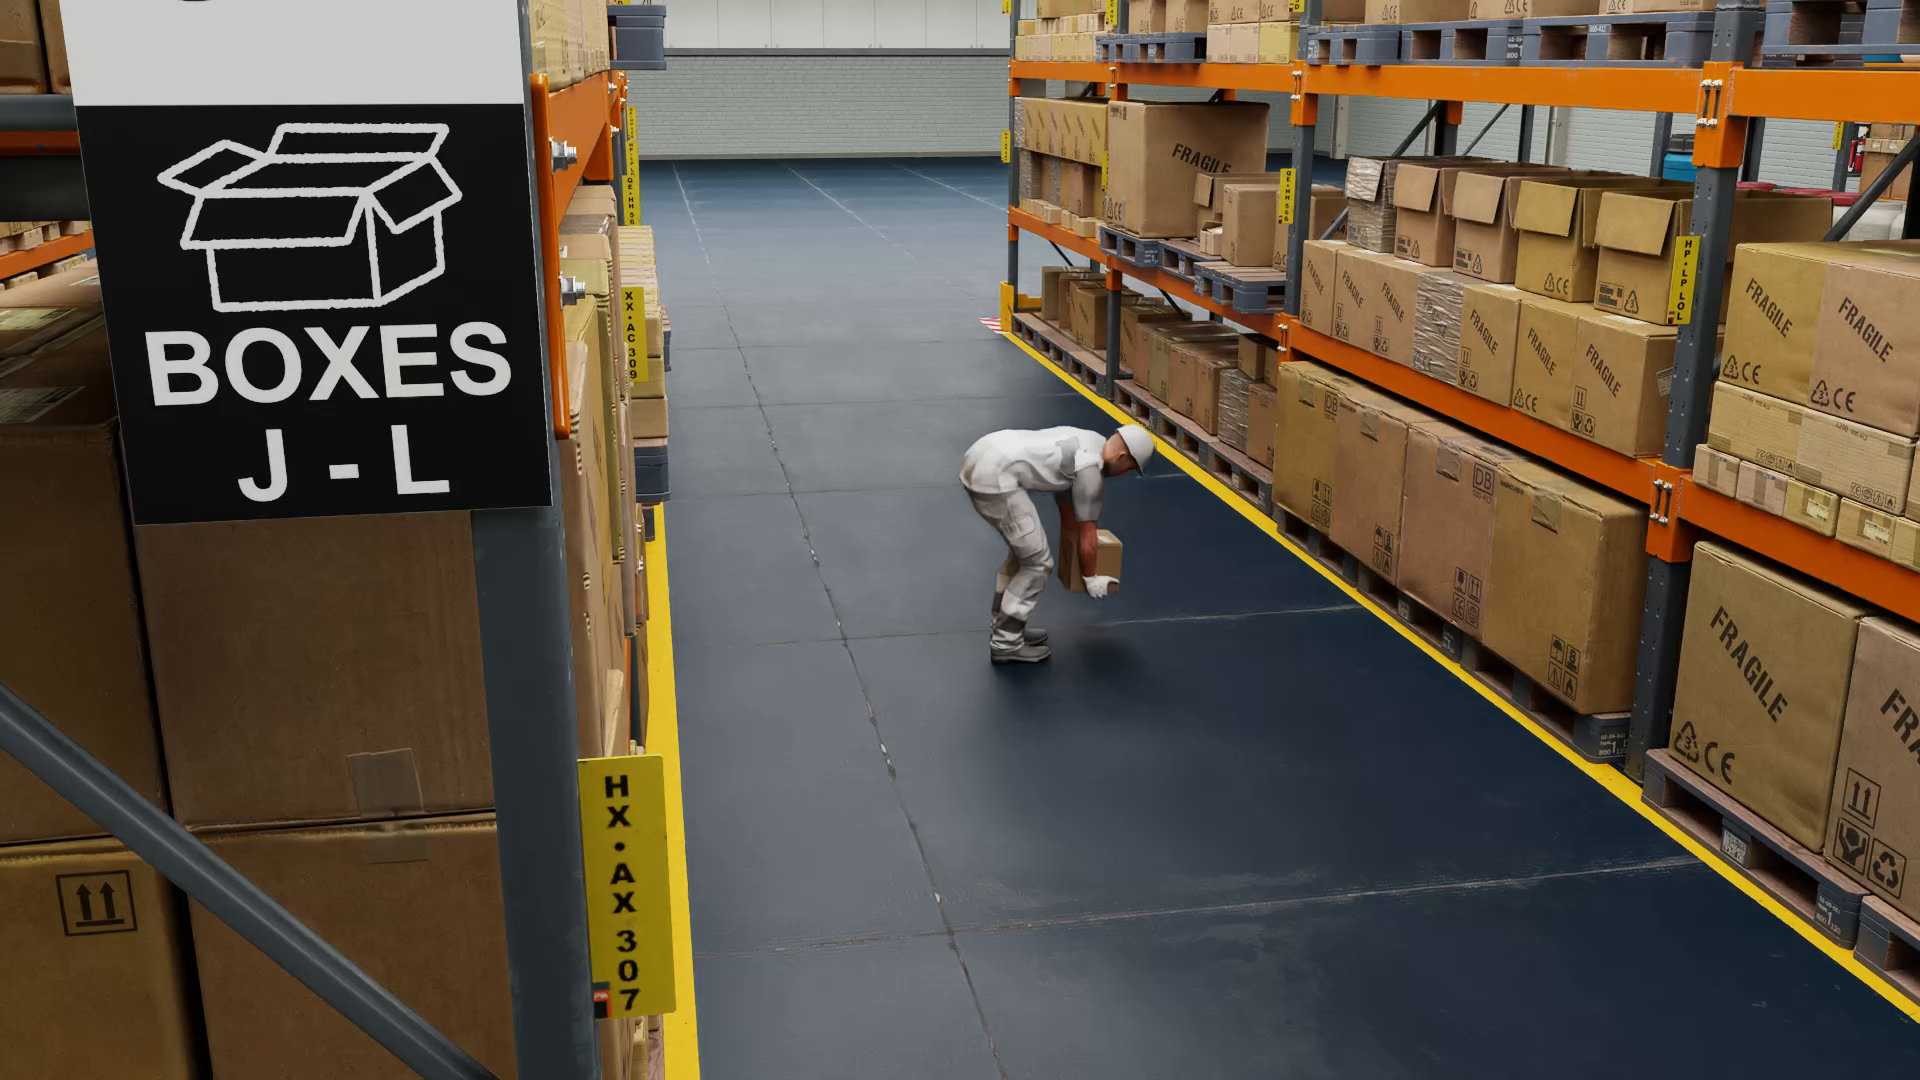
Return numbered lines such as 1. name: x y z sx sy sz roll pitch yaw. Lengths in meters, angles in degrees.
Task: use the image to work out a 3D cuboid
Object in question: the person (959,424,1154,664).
1. person: 0.479 -0.001 8.168 0.962 1.130 0.490 -4 17 -12
